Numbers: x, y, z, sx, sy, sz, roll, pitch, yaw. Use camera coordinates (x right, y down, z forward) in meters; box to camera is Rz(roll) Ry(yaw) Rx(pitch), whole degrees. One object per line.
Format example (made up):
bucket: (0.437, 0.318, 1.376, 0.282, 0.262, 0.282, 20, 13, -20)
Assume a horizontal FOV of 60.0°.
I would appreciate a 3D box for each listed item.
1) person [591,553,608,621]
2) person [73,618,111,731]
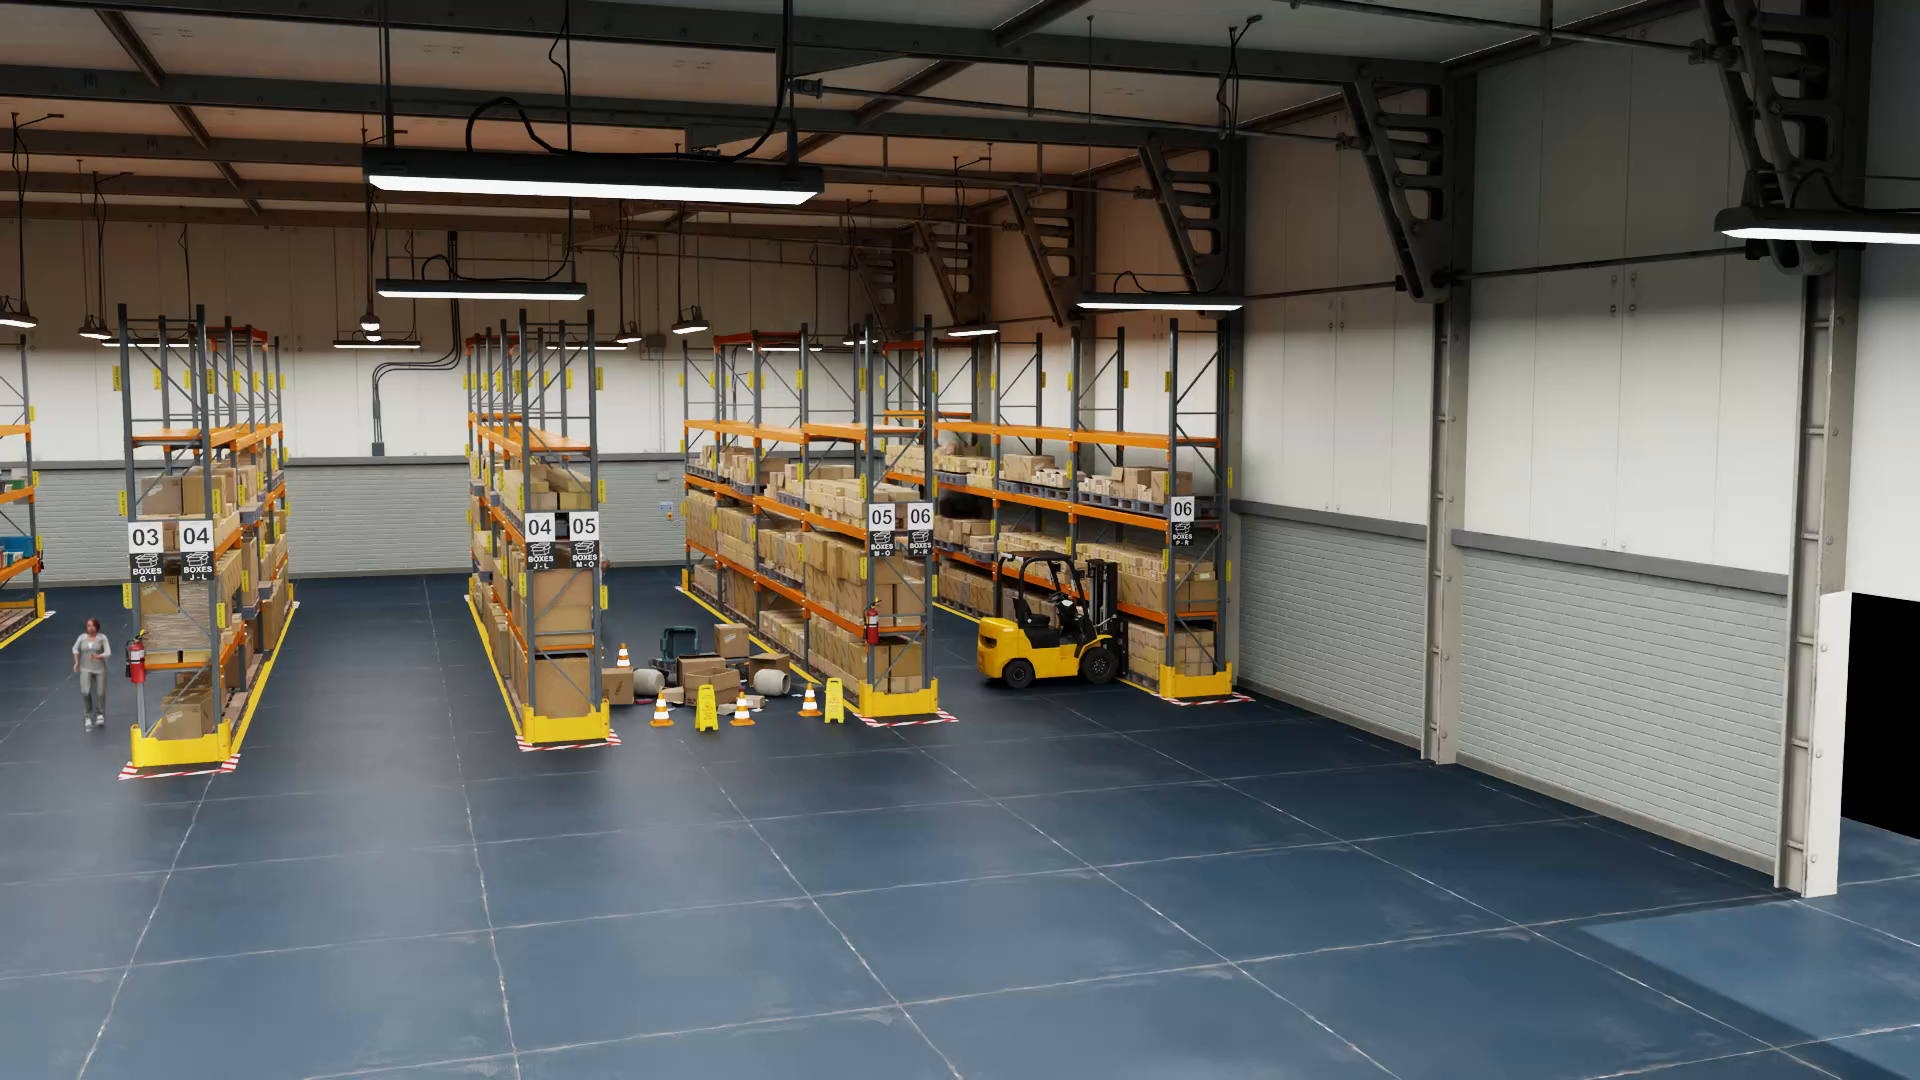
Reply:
person: (-7.715, 0.813, 34.861, 0.640, 1.763, 0.618, -2, 6, -16)
person: (-12.519, 1.933, 24.002, 0.507, 1.624, 0.688, -2, 6, -24)
